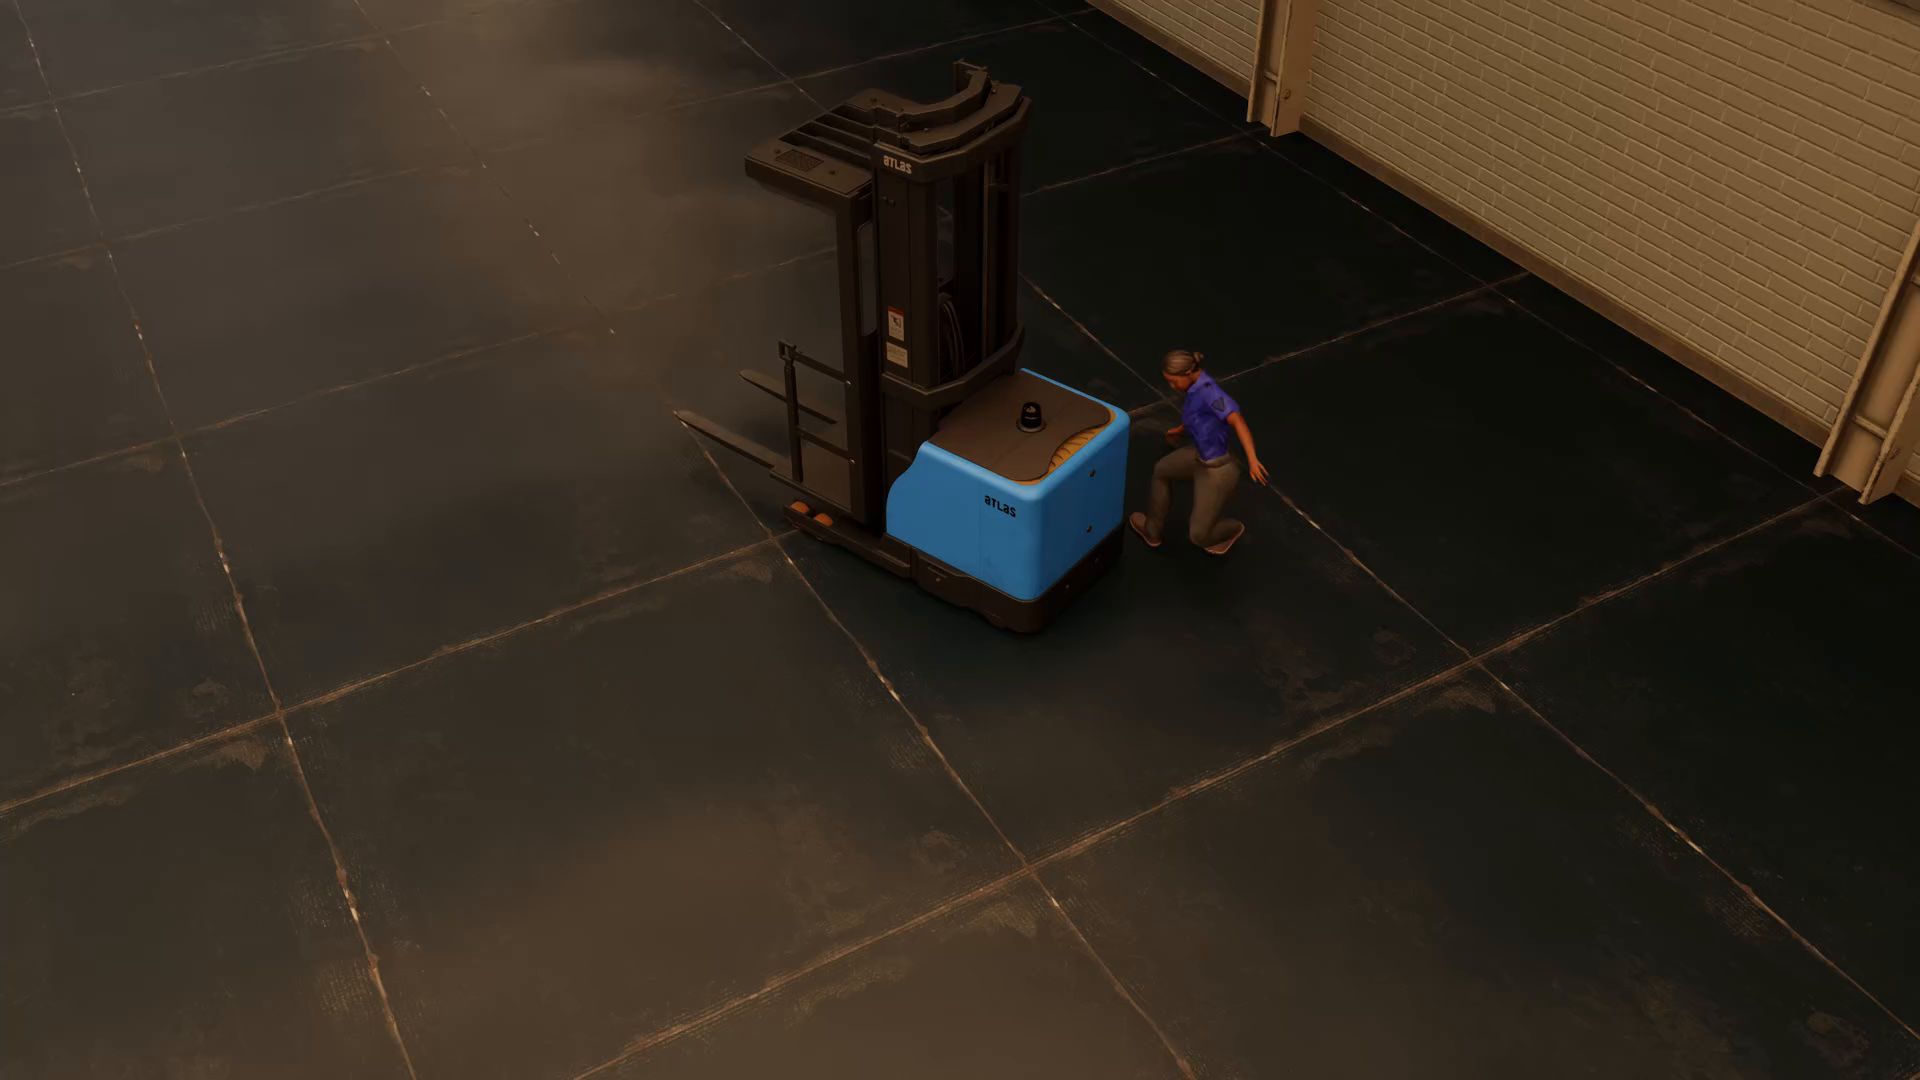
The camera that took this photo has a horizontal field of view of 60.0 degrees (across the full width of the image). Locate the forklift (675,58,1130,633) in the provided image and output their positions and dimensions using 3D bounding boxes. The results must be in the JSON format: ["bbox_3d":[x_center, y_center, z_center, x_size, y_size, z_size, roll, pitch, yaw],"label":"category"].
[{"bbox_3d":[-0.481,-1.366,9.683,3.031,2.935,1.130,26,46,28],"label":"forklift"}]

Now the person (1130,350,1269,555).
[{"bbox_3d":[1.416,-0.395,9.674,0.662,1.429,1.098,-2,40,-2],"label":"person"}]
